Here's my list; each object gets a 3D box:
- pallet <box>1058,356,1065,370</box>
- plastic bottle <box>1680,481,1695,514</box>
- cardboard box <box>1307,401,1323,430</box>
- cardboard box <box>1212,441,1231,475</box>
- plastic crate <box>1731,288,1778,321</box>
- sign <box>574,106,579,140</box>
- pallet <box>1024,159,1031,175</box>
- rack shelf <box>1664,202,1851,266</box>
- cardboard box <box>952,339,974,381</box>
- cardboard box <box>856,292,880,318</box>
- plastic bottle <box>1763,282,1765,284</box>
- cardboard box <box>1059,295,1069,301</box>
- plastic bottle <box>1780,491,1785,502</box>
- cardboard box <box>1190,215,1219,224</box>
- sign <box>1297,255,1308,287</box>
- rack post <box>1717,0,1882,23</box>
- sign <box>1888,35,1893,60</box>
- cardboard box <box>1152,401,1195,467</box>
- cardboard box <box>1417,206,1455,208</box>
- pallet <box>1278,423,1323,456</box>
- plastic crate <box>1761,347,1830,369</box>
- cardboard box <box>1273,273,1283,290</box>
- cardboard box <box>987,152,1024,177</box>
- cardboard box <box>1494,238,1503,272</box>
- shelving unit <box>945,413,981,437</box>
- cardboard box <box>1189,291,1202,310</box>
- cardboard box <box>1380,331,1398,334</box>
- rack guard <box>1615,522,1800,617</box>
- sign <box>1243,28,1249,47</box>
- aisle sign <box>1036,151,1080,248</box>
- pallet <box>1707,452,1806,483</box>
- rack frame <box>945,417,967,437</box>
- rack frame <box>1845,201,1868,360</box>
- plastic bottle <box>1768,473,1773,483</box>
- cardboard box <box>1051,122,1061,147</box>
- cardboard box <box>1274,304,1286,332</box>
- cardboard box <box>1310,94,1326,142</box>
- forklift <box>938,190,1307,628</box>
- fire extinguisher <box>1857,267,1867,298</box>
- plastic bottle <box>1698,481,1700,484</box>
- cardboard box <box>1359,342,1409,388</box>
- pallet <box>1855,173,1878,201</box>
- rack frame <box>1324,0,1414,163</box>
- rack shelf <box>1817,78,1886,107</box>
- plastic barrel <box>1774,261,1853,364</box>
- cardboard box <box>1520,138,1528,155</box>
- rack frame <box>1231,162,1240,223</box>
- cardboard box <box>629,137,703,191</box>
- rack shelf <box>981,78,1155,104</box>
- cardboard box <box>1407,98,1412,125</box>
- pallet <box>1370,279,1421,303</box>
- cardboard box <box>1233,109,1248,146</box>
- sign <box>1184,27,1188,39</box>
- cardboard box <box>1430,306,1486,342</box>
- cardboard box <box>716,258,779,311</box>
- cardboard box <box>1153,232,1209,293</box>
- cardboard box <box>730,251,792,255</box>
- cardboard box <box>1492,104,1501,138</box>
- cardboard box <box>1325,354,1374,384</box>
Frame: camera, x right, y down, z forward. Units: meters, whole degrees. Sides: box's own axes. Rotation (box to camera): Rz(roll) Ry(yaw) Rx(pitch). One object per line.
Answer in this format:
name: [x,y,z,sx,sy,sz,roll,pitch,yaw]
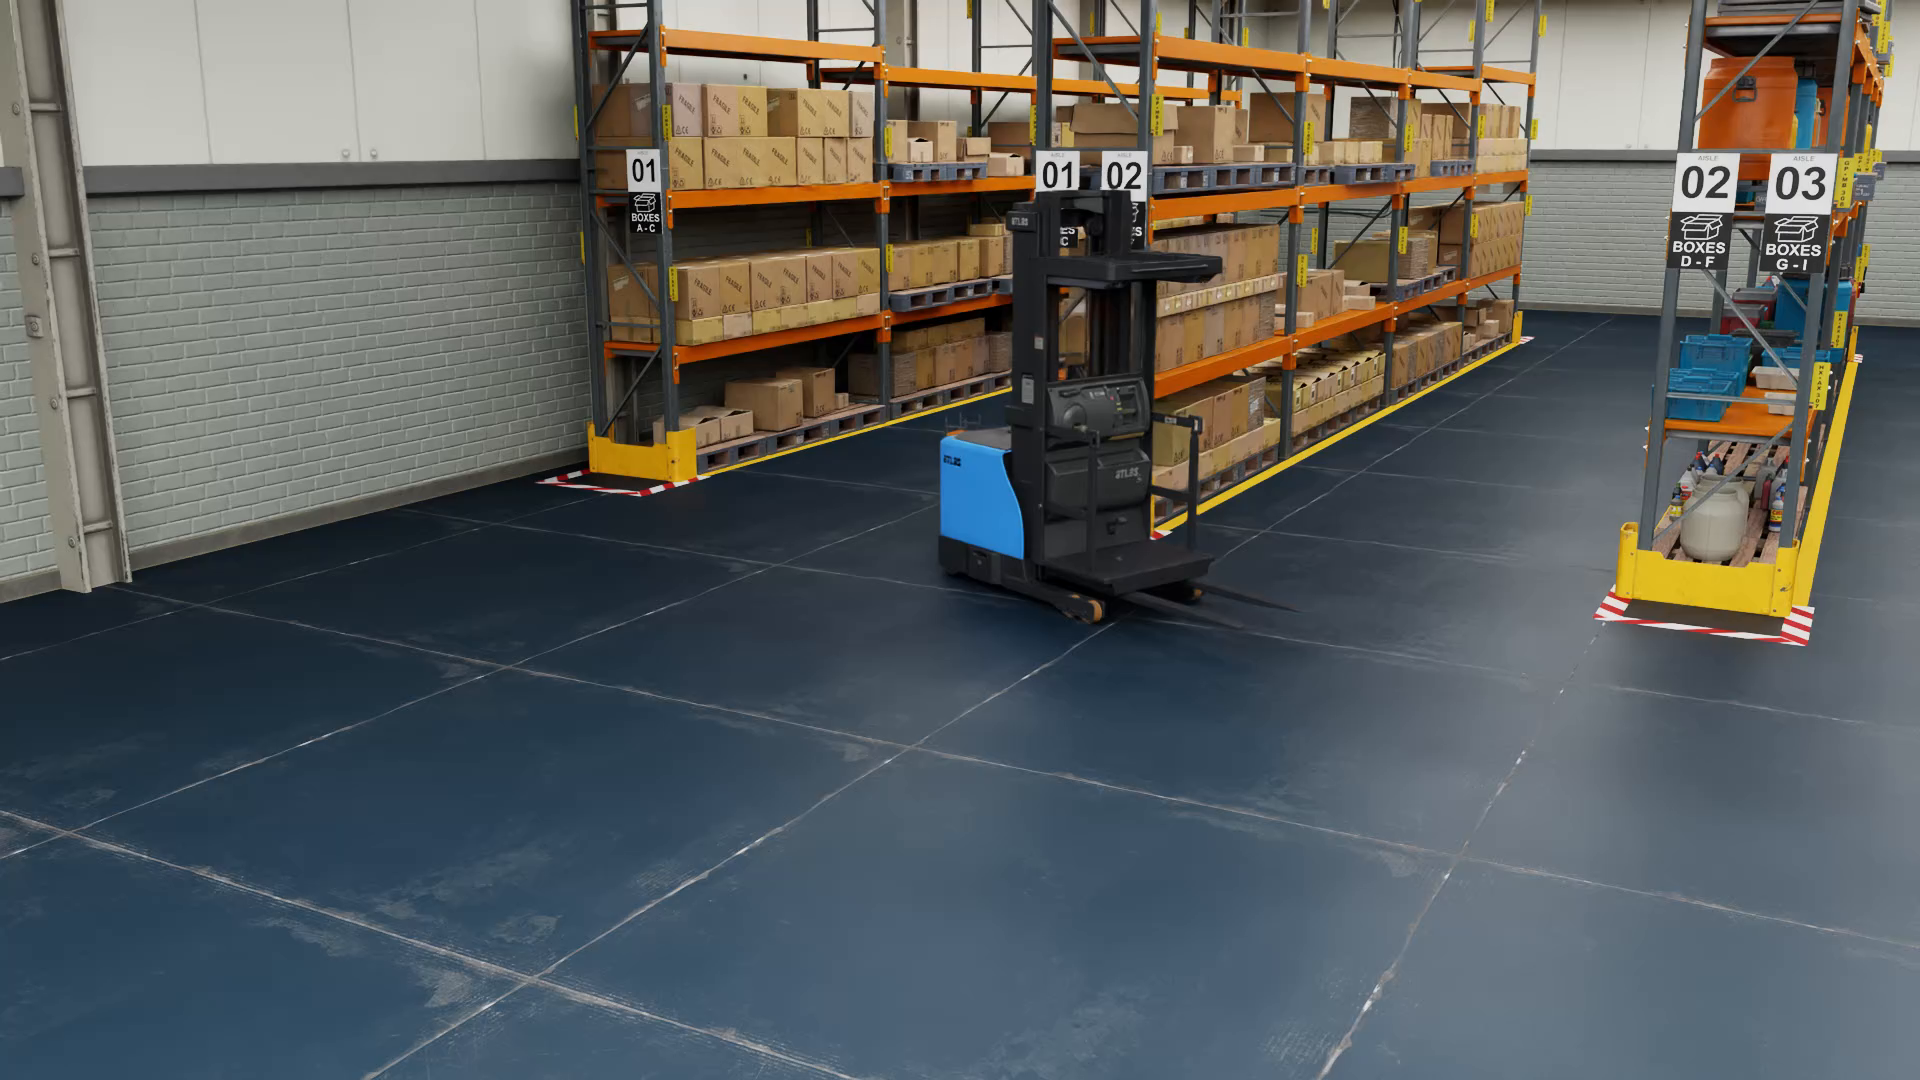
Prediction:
pallet: [1.074,-2.549,24.155,1.003,0.211,1.213,7,15,28]
plastic bottle: [6.082,-0.352,13.967,0.152,0.276,0.135,8,15,28]
cardboard box: [3.692,-1.397,18.398,0.500,0.250,0.500,8,16,29]
cardboard box: [2.278,-0.809,15.961,0.500,0.250,0.500,7,15,28]
plastic crate: [8.250,-2.363,17.298,0.402,0.464,0.583,7,15,28]
sign: [-3.717,-4.065,16.207,0.100,0.325,0.005,7,15,28]
pallet: [0.892,-5.256,23.436,1.213,0.211,1.003,8,16,31]
rack shelf: [6.399,-2.506,13.164,1.077,0.370,4.000,7,15,28]
cardboard box: [-0.242,-2.399,21.977,0.700,0.500,0.500,7,15,28]
cardboard box: [-1.270,-2.736,19.259,0.500,0.250,0.500,7,15,28]
plastic bottle: [9.828,-3.003,20.339,0.061,0.283,0.133,7,15,28]
cardboard box: [1.526,-3.225,24.702,0.750,0.750,0.750,7,15,28]
plastic bottle: [6.707,-0.262,13.576,0.061,0.283,0.133,8,16,29]
cardboard box: [3.915,-5.282,28.903,0.980,0.700,0.700,7,15,28]
sign: [3.518,-2.767,17.094,0.100,0.325,0.005,7,15,28]
rack post: [5.909,-3.801,11.668,0.937,0.300,0.954,9,16,34]
sign: [11.714,-6.201,21.002,0.100,0.325,0.005,7,15,28]
cardboard box: [1.792,-0.969,15.023,0.500,0.500,0.500,7,15,28]
cardboard box: [7.162,-4.784,25.132,0.500,0.500,0.500,7,15,27]
pallet: [3.353,-1.170,18.436,1.003,0.211,1.213,7,15,28]
plastic crate: [7.068,-1.478,14.081,0.499,0.251,0.616,7,15,28]
cardboard box: [3.087,-2.654,17.044,0.380,0.149,0.250,7,15,28]
cardboard box: [0.515,-4.997,22.110,0.500,0.311,0.500,7,15,28]
cardboard box: [8.117,-4.446,25.861,0.500,0.500,0.500,7,15,27]
shelving unit: [0.026,-0.521,13.956,0.215,1.050,0.252,7,15,28]
cardboard box: [1.974,-2.181,15.084,0.380,0.149,0.250,7,15,26]
cardboard box: [5.710,-2.622,22.905,0.500,0.500,0.500,7,15,26]
rack guard: [5.428,0.207,12.109,1.175,0.500,0.348,7,15,28]
sign: [4.962,-8.737,28.912,0.100,0.325,0.005,7,15,28]
aisle sign: [0.809,-2.833,13.837,0.394,0.787,0.004,7,15,28]
pallet: [7.711,-0.618,16.146,1.003,0.211,1.213,7,15,28]
rack frame: [-0.033,-0.496,13.852,0.200,1.050,0.008,7,15,28]
rack frame: [13.167,-4.270,25.345,1.000,3.000,0.127,7,15,28]
plastic bottle: [6.956,-0.437,14.304,0.061,0.283,0.133,7,15,28]
cardboard box: [1.021,-5.692,23.693,0.700,0.500,0.500,6,15,25]
cardboard box: [3.231,-2.403,17.921,0.500,0.250,0.500,9,16,32]
cardboard box: [3.619,-4.566,17.995,0.500,0.500,0.500,9,16,33]
forklift: [1.135,-0.971,11.808,1.130,2.935,3.031,-10,17,-37]
fire extinguisher: [13.637,-4.031,25.313,0.296,0.674,0.183,7,15,28]
plastic bottle: [6.175,-0.344,13.917,0.061,0.283,0.133,7,15,28]
cardboard box: [5.435,-2.250,21.362,0.500,0.500,0.500,8,16,30]
pallet: [7.102,-3.015,14.144,1.213,0.211,1.003,7,15,28]
rack frame: [4.965,-6.107,20.165,1.000,3.000,0.127,7,15,28]
rack shelf: [12.200,-6.232,23.071,1.077,0.370,4.000,7,15,28]
plastic barrel: [7.818,-2.097,15.261,0.600,0.901,0.708,7,15,28]
cardboard box: [8.807,-6.326,26.726,0.500,0.250,0.500,7,15,28]
rack frame: [4.494,-5.392,30.001,1.000,3.000,0.127,7,15,28]
cardboard box: [-2.860,-3.667,16.186,0.500,0.500,0.500,8,16,30]
rack shelf: [1.594,-6.534,24.323,1.077,0.370,4.000,7,15,28]
cardboard box: [5.428,-5.377,21.190,0.500,0.500,0.500,7,15,28]
pallet: [5.231,-3.244,21.500,1.213,0.211,1.003,7,15,28]
cardboard box: [2.557,-4.076,16.730,0.500,0.500,0.500,9,16,33]
sign: [4.011,-8.904,29.436,0.100,0.325,0.005,7,15,28]
cardboard box: [7.802,-3.398,26.114,0.797,0.503,0.637,7,15,28]
cardboard box: [-2.244,-2.681,17.430,0.500,0.500,0.500,7,15,26]
cardboard box: [1.853,-2.546,15.212,0.700,0.500,0.500,7,15,28]
cardboard box: [-2.216,-2.952,18.554,0.500,0.500,0.500,8,16,30]
cardboard box: [7.703,-6.298,25.011,0.700,0.500,0.500,7,15,28]
cardboard box: [4.682,-2.088,20.069,0.500,0.311,0.500,7,15,27]
